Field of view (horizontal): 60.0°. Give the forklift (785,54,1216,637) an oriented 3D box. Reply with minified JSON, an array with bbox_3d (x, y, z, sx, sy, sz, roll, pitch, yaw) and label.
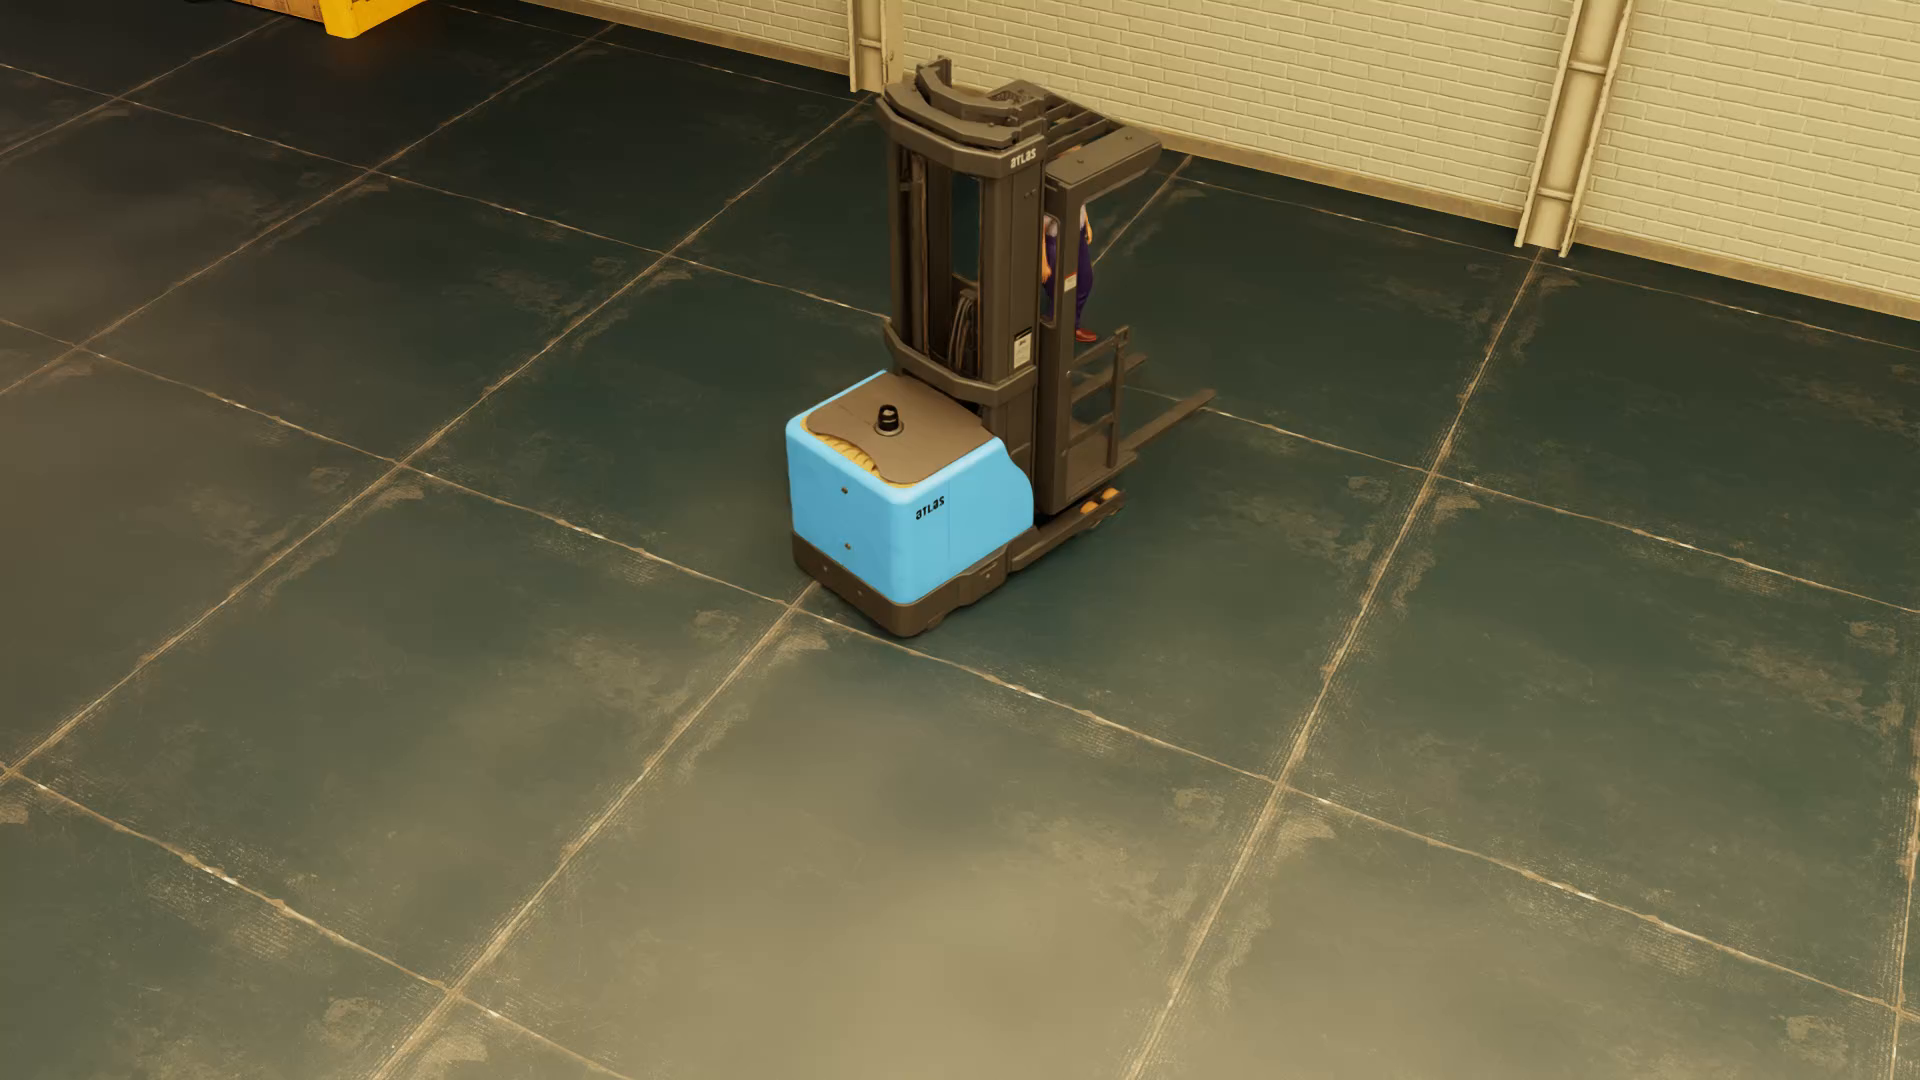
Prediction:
[{"bbox_3d":[0.397,-1.408,9.659,3.031,2.935,1.130,-32,50,-32],"label":"forklift"}]

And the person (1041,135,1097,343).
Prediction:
[{"bbox_3d":[0.727,-1.992,11.363,0.398,1.630,0.636,17,43,19],"label":"person"}]
